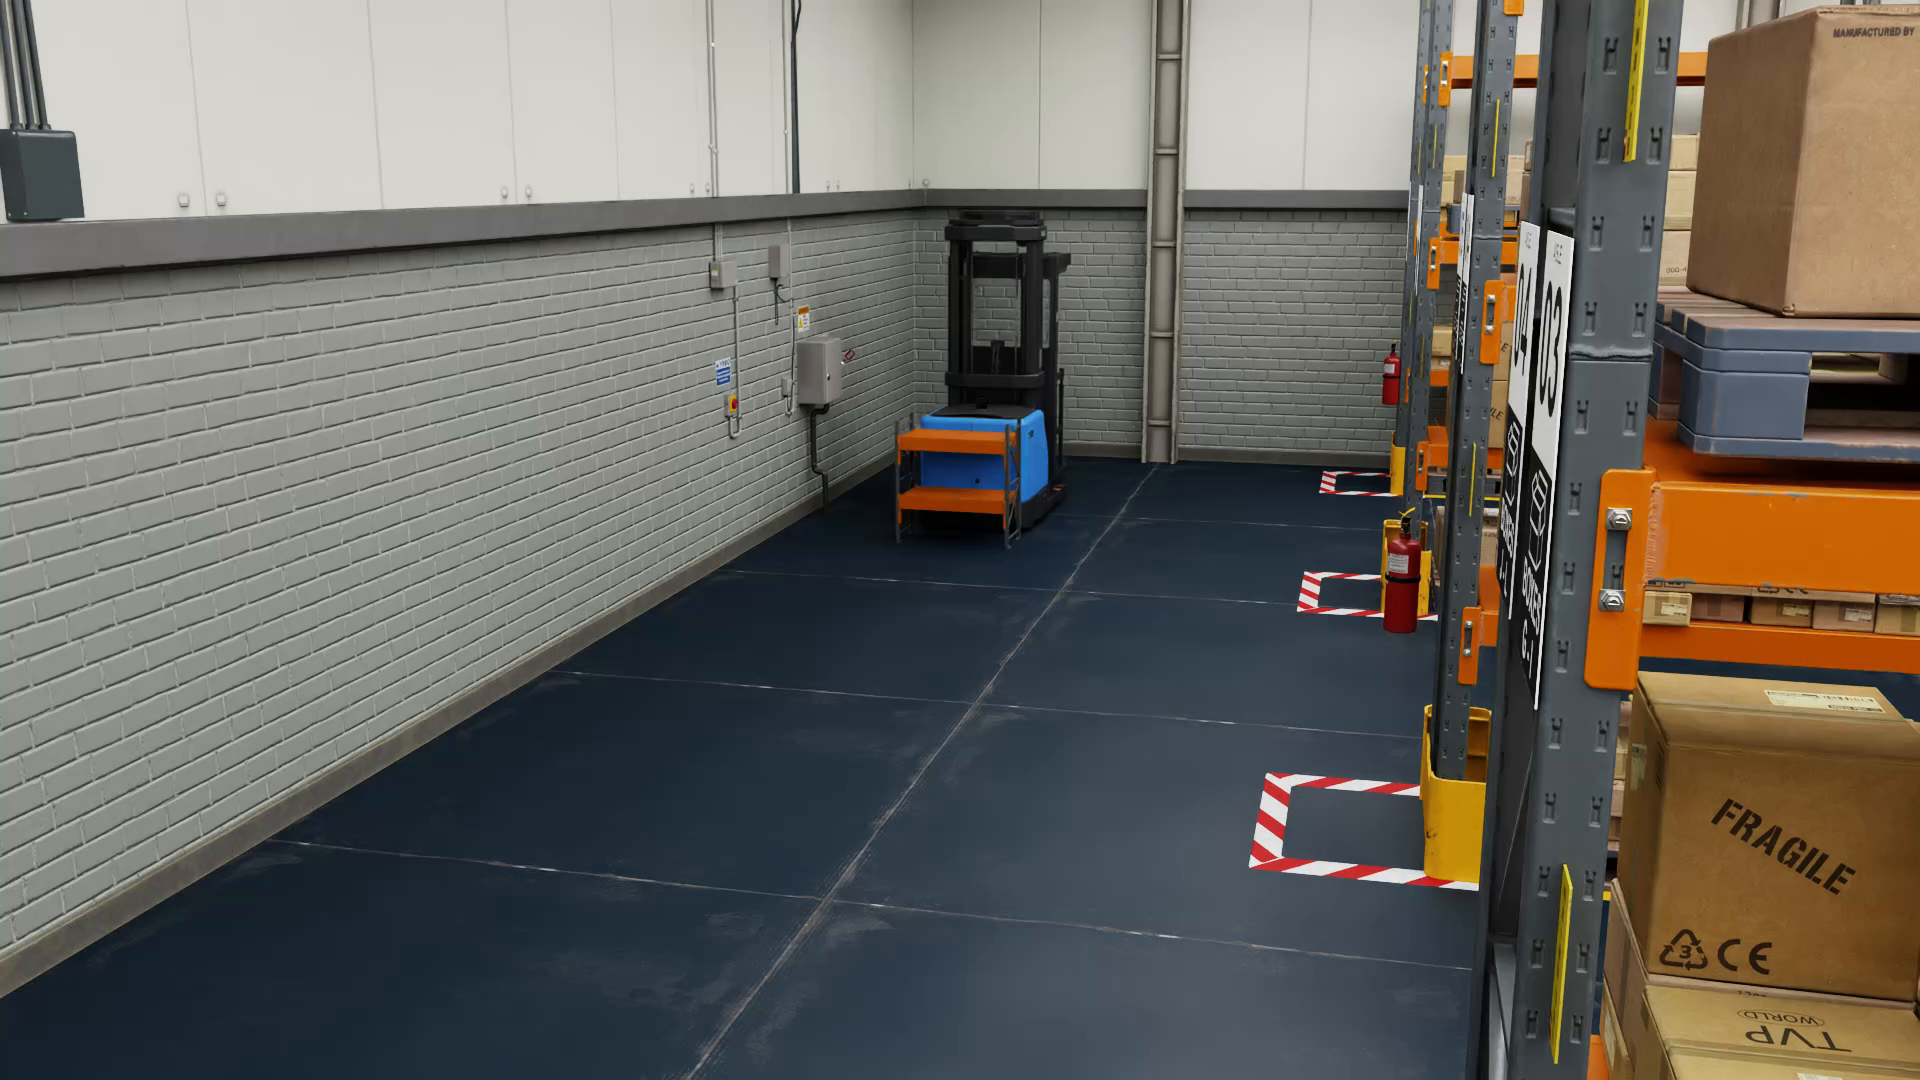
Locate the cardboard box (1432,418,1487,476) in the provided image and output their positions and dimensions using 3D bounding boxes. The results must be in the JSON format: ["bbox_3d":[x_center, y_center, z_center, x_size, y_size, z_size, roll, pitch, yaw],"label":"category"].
[{"bbox_3d":[5.299,-0.991,17.568,0.637,0.503,0.797,3,13,11],"label":"cardboard box"}]

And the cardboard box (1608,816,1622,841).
[{"bbox_3d":[3.160,1.312,8.009,0.250,0.149,0.380,3,13,13],"label":"cardboard box"}]

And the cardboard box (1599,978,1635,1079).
[{"bbox_3d":[1.593,1.144,3.733,0.250,0.149,0.380,3,13,15],"label":"cardboard box"}]

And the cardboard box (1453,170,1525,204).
[{"bbox_3d":[4.001,-2.653,12.485,0.500,0.250,0.500,2,13,8],"label":"cardboard box"}]

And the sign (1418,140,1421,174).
[{"bbox_3d":[4.598,-3.833,16.642,0.005,0.325,0.100,3,13,14],"label":"sign"}]

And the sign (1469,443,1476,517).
[{"bbox_3d":[2.325,-0.274,7.547,0.005,0.325,0.100,3,13,14],"label":"sign"}]

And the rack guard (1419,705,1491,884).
[{"bbox_3d":[2.528,1.258,8.408,0.348,0.500,1.175,3,13,14],"label":"rack guard"}]

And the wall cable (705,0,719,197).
[{"bbox_3d":[-2.048,-4.177,13.284,0.029,3.000,0.463,3,13,14],"label":"wall cable"}]

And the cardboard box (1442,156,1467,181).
[{"bbox_3d":[5.099,-3.761,16.839,0.500,0.250,0.500,3,13,13],"label":"cardboard box"}]

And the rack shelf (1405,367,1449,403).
[{"bbox_3d":[6.670,-1.601,17.186,4.000,0.370,1.077,3,13,14],"label":"rack shelf"}]

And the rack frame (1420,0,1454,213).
[{"bbox_3d":[3.542,-3.941,12.221,0.127,3.000,1.000,3,13,14],"label":"rack frame"}]

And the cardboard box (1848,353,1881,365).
[{"bbox_3d":[4.472,-0.598,7.780,0.500,0.500,0.500,3,13,12],"label":"cardboard box"}]

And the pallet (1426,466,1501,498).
[{"bbox_3d":[5.576,-0.650,17.675,1.213,0.211,1.003,3,13,14],"label":"pallet"}]

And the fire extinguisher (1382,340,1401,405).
[{"bbox_3d":[4.474,-1.747,17.221,0.183,0.674,0.296,3,13,14],"label":"fire extinguisher"}]

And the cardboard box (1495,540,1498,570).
[{"bbox_3d":[2.839,0.114,8.374,0.250,0.149,0.380,3,13,14],"label":"cardboard box"}]

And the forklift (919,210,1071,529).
[{"bbox_3d":[0.482,-1.808,16.617,1.130,2.935,3.031,3,13,14],"label":"forklift"}]

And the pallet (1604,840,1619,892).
[{"bbox_3d":[3.308,1.449,8.216,1.213,0.211,1.003,3,13,14],"label":"pallet"}]

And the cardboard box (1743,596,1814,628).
[{"bbox_3d":[3.738,0.276,7.644,0.250,0.149,0.380,3,13,13],"label":"cardboard box"}]

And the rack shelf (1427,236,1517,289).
[{"bbox_3d":[5.484,-2.022,12.156,4.000,0.370,1.077,3,13,14],"label":"rack shelf"}]

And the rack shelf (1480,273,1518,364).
[{"bbox_3d":[4.396,-0.975,7.440,4.000,0.370,1.077,3,13,14],"label":"rack shelf"}]

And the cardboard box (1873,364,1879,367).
[{"bbox_3d":[4.313,-0.487,7.276,0.500,0.500,0.500,3,13,12],"label":"cardboard box"}]

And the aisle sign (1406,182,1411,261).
[{"bbox_3d":[4.591,-3.267,17.032,0.004,0.787,0.394,3,13,14],"label":"aisle sign"}]

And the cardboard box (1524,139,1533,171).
[{"bbox_3d":[2.848,-1.840,7.950,0.250,0.149,0.380,3,13,13],"label":"cardboard box"}]

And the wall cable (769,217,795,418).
[{"bbox_3d":[-1.609,-2.095,15.404,0.122,1.984,0.588,3,13,14],"label":"wall cable"}]

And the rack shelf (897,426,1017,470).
[{"bbox_3d":[-0.012,-0.833,15.041,1.000,0.278,0.538,3,13,15],"label":"rack shelf"}]

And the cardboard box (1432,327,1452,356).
[{"bbox_3d":[5.104,-2.048,17.198,0.500,0.250,0.500,3,13,14],"label":"cardboard box"}]

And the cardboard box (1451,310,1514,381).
[{"bbox_3d":[3.940,-1.464,12.369,0.500,0.500,0.500,3,13,12],"label":"cardboard box"}]

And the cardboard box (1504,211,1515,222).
[{"bbox_3d":[5.487,-3.307,16.871,0.250,0.149,0.380,3,13,14],"label":"cardboard box"}]

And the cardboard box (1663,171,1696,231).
[{"bbox_3d":[3.325,-1.497,7.322,0.500,0.250,0.500,3,13,13],"label":"cardboard box"}]

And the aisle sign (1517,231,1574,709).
[{"bbox_3d":[1.026,-0.138,2.928,0.004,0.787,0.394,3,13,14],"label":"aisle sign"}]

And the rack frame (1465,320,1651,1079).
[{"bbox_3d":[1.168,1.072,3.477,0.127,3.000,1.000,3,13,14],"label":"rack frame"}]

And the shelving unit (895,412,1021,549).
[{"bbox_3d":[-0.012,-0.547,15.104,1.048,1.125,0.538,3,13,15],"label":"shelving unit"}]

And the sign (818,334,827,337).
[{"bbox_3d":[-1.376,-1.802,16.651,0.001,0.494,0.329,3,13,14],"label":"sign"}]

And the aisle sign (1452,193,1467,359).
[{"bbox_3d":[2.455,-1.302,8.175,0.004,0.787,0.394,3,13,14],"label":"aisle sign"}]

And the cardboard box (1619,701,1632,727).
[{"bbox_3d":[3.259,0.930,8.357,0.250,0.149,0.380,3,13,15],"label":"cardboard box"}]

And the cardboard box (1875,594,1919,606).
[{"bbox_3d":[4.319,-0.003,7.404,0.500,0.500,0.500,3,13,12],"label":"cardboard box"}]

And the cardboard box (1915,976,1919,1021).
[{"bbox_3d":[2.194,0.996,3.480,0.500,0.250,0.500,3,13,13],"label":"cardboard box"}]

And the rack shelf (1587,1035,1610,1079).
[{"bbox_3d":[3.110,1.527,3.087,4.000,0.370,1.077,3,13,14],"label":"rack shelf"}]

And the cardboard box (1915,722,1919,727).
[{"bbox_3d":[4.772,1.011,7.990,0.250,0.149,0.380,3,13,11],"label":"cardboard box"}]

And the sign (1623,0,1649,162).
[{"bbox_3d":[1.029,-0.742,2.525,0.005,0.325,0.100,3,13,14],"label":"sign"}]

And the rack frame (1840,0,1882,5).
[{"bbox_3d":[8.611,-4.777,15.990,0.127,3.000,1.000,3,13,14],"label":"rack frame"}]
